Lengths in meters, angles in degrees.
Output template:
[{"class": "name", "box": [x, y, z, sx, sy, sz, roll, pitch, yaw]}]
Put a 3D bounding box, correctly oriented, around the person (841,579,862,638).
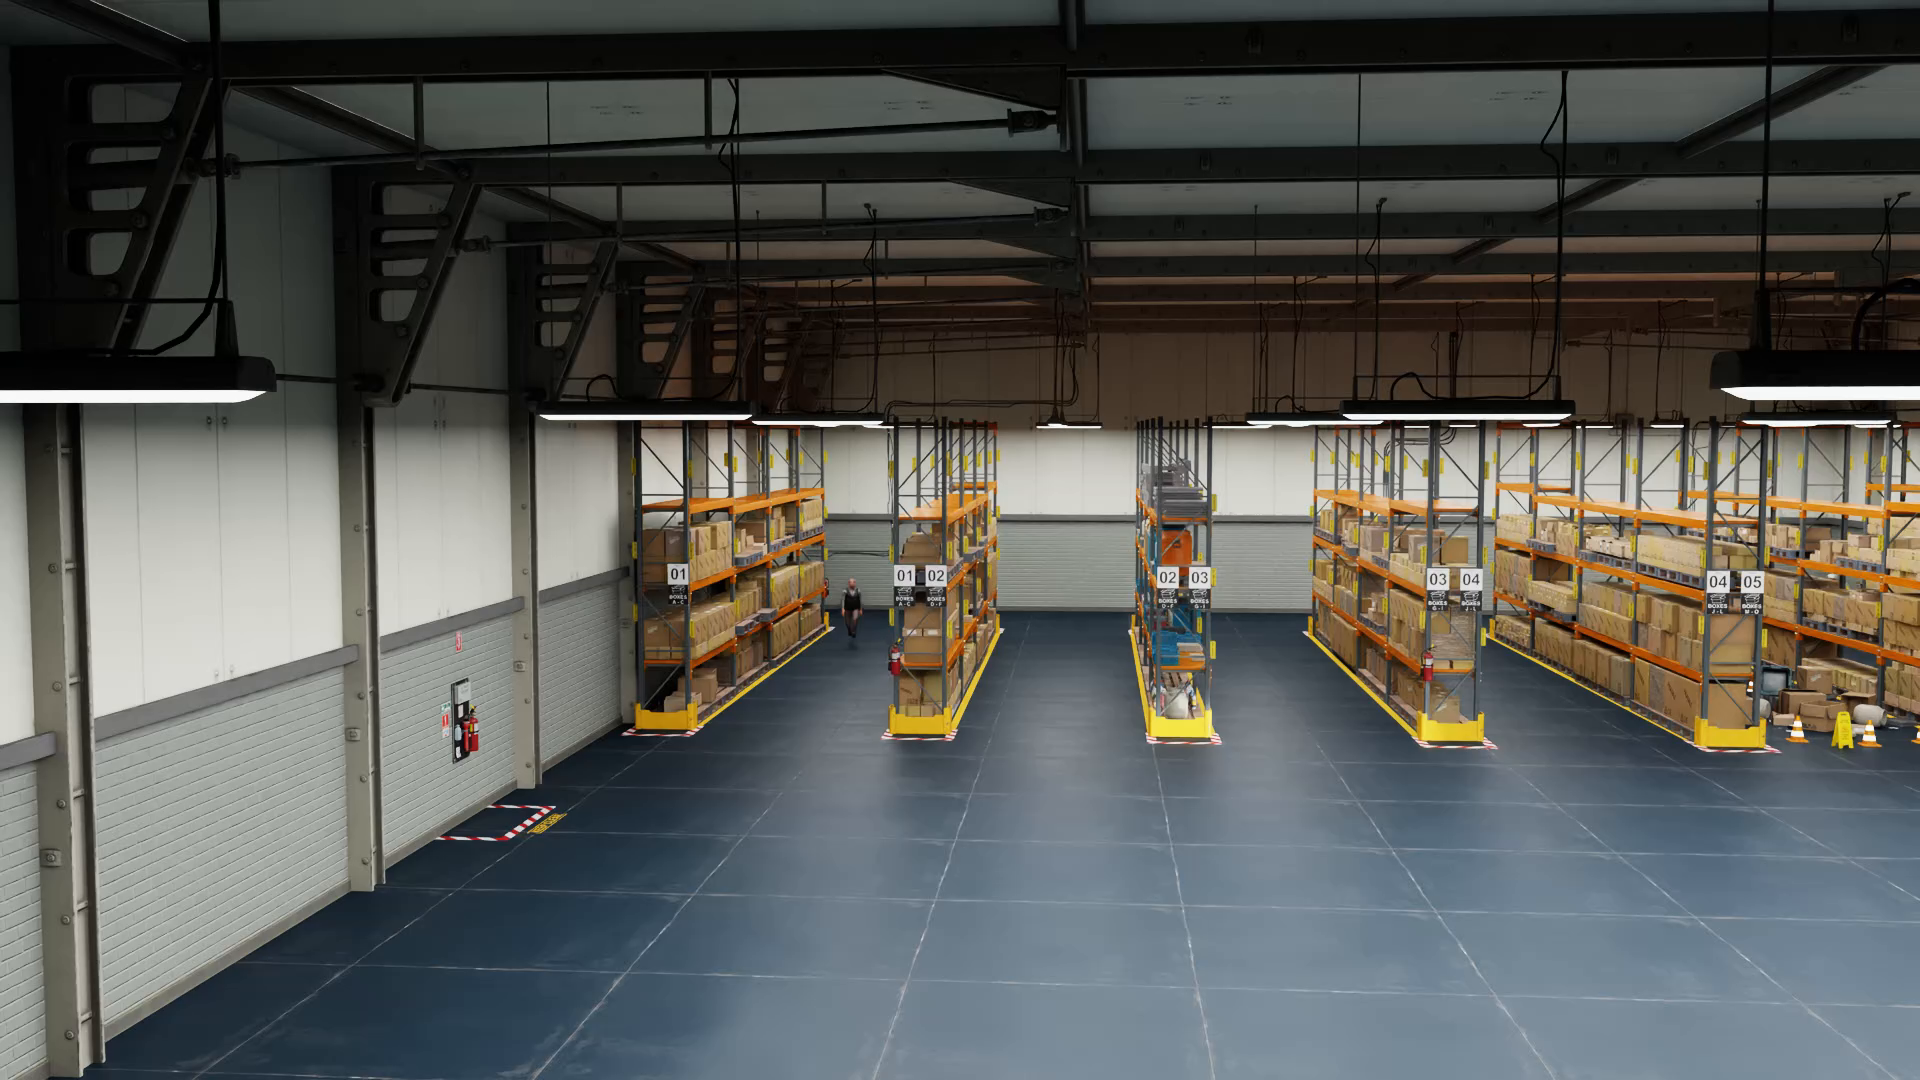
[{"class": "person", "box": [-2.884, 1.806, 43.995, 0.544, 1.562, 1.082, 0, 4, 1]}]
